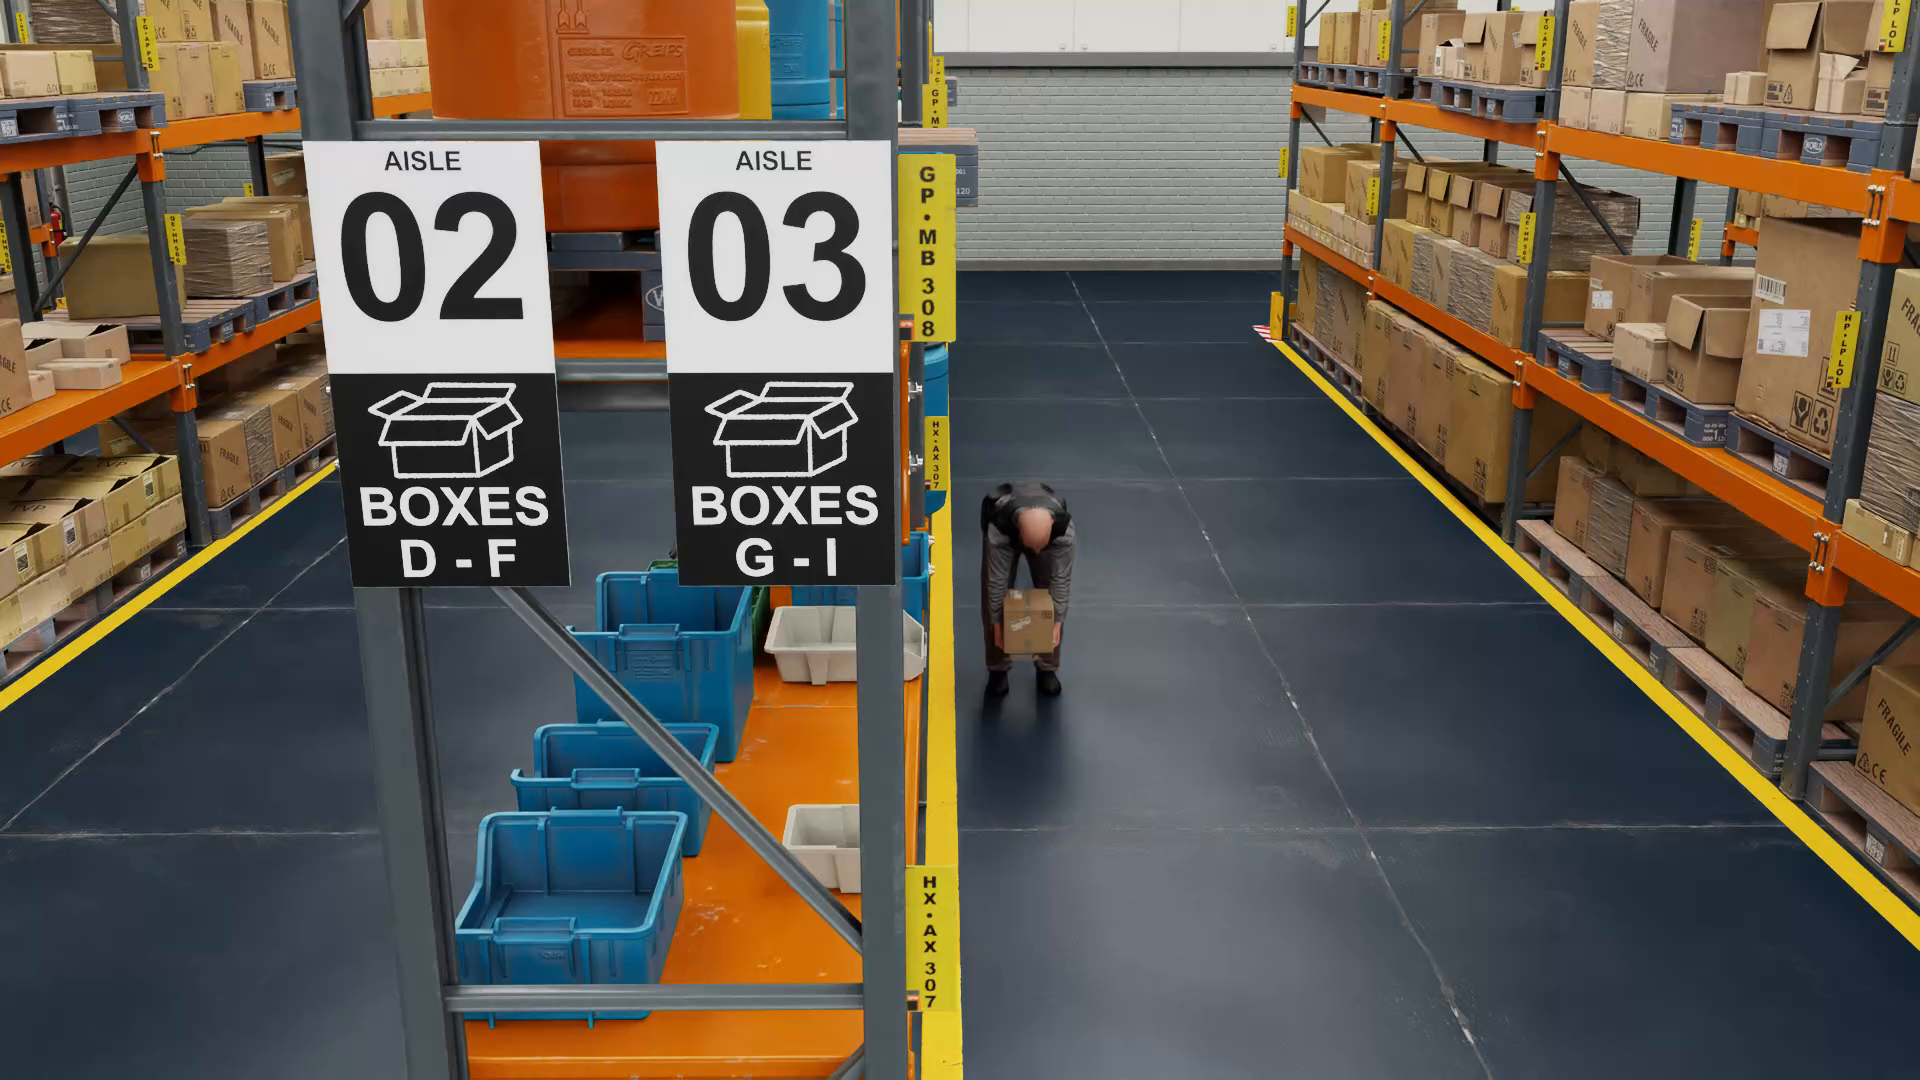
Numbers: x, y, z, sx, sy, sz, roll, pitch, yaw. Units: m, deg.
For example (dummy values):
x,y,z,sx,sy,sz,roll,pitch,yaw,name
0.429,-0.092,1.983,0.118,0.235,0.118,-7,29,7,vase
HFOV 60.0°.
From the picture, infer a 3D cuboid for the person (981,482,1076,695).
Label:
x,y,z,sx,sy,sz,roll,pitch,yaw,name
0.348,0.293,8.574,0.459,1.171,0.948,-1,17,-2,person
